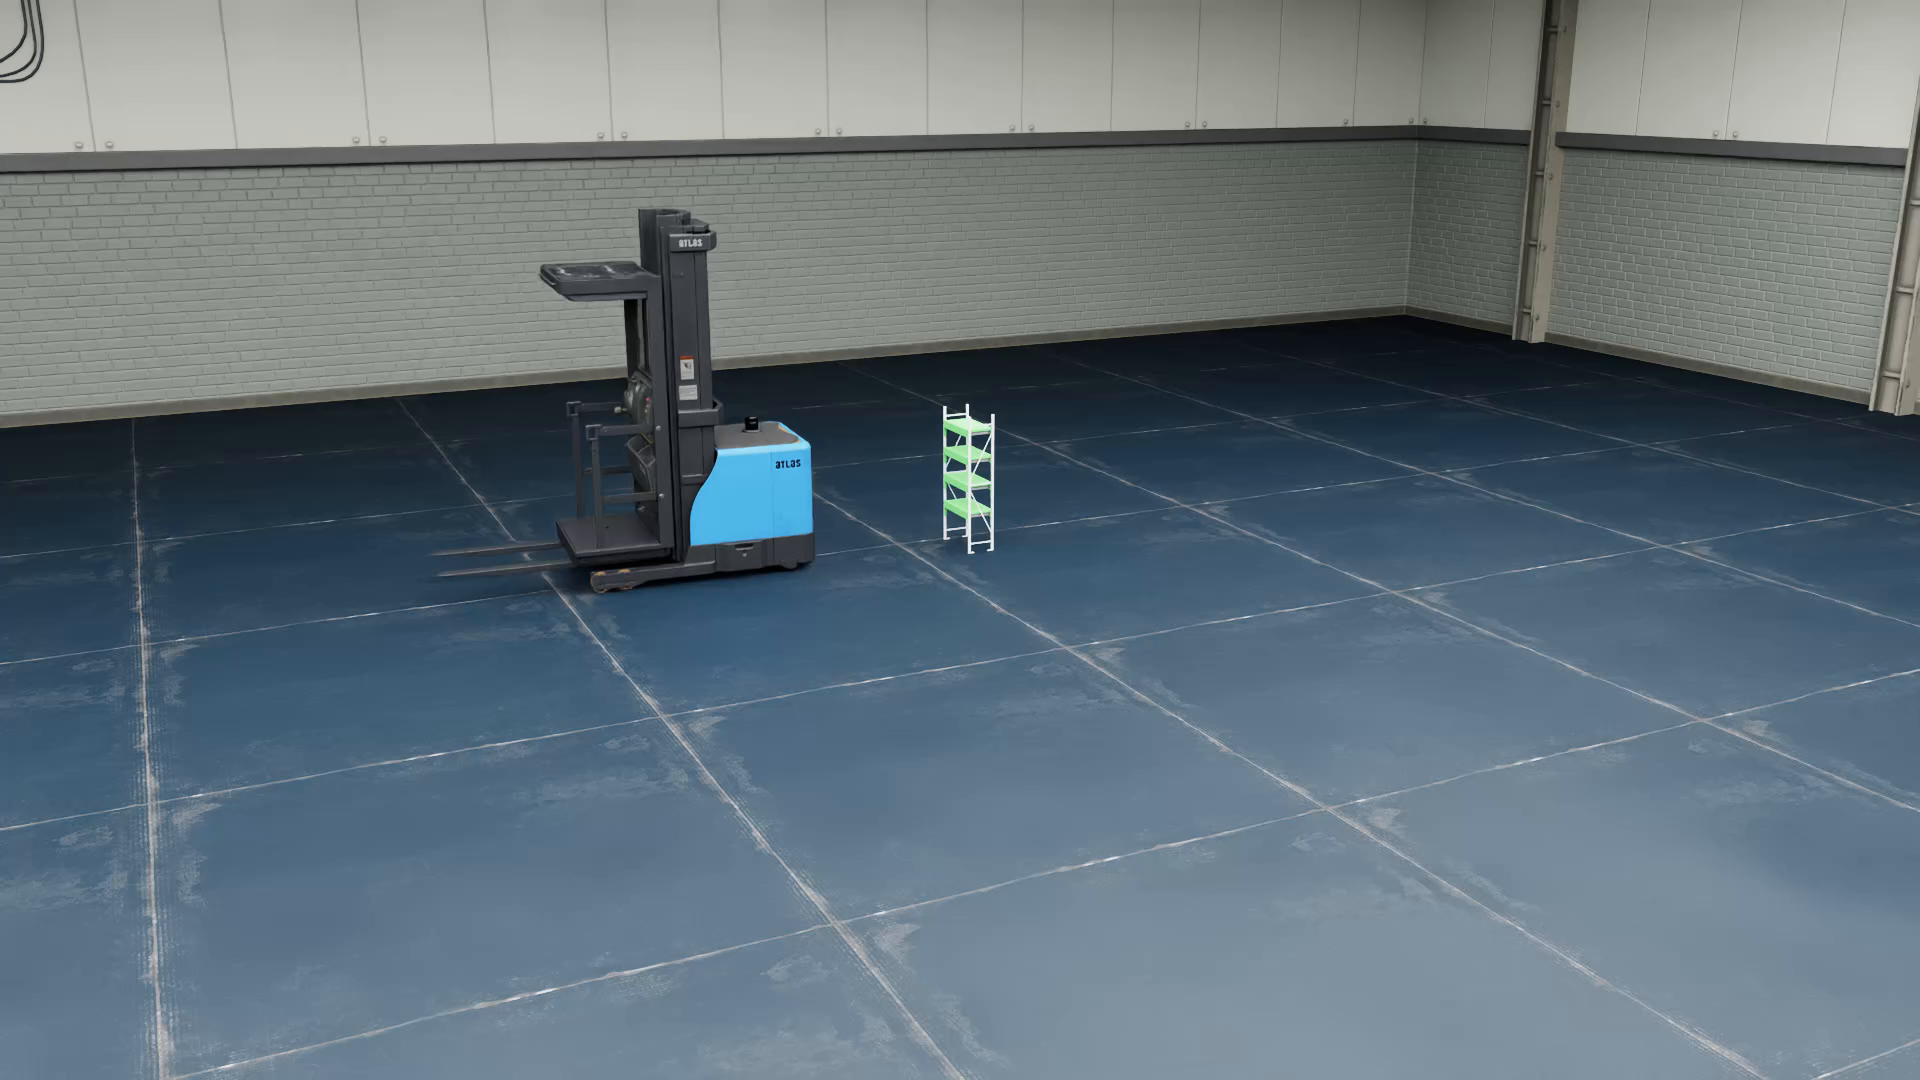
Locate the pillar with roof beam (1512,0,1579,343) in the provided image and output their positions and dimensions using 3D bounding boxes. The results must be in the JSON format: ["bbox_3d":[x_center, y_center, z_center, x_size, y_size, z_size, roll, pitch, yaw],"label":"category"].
[{"bbox_3d":[4.801,-6.849,22.302,9.100,9.000,0.400,-8,18,-25],"label":"pillar with roof beam"}]

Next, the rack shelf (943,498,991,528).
[{"bbox_3d":[0.073,-0.244,14.526,0.258,0.148,0.480,-8,18,-25],"label":"rack shelf"}]

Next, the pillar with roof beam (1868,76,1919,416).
[{"bbox_3d":[7.429,-5.361,17.118,9.100,9.000,0.400,-8,18,-25],"label":"pillar with roof beam"}]

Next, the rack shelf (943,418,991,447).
[{"bbox_3d":[0.073,-0.936,14.327,0.258,0.148,0.480,-8,18,-25],"label":"rack shelf"}]

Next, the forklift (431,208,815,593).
[{"bbox_3d":[-2.785,-1.150,13.446,3.031,2.935,1.130,-6,17,-20],"label":"forklift"}]

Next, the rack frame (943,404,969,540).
[{"bbox_3d":[-0.034,-0.596,14.653,0.240,1.200,0.015,-8,18,-25],"label":"rack frame"}]

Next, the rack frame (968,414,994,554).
[{"bbox_3d":[0.179,-0.475,14.231,0.240,1.200,0.015,-8,18,-25],"label":"rack frame"}]

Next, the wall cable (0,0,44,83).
[{"bbox_3d":[-11.207,-7.231,17.468,2.305,6.003,0.169,-8,18,-25],"label":"wall cable"}]

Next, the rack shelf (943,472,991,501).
[{"bbox_3d":[0.073,-0.474,14.460,0.258,0.148,0.480,-8,18,-25],"label":"rack shelf"}]

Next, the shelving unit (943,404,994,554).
[{"bbox_3d":[0.073,-0.536,14.442,0.258,1.200,0.503,-8,18,-25],"label":"shelving unit"}]

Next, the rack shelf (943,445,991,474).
[{"bbox_3d":[0.073,-0.705,14.394,0.258,0.148,0.480,-8,18,-25],"label":"rack shelf"}]
